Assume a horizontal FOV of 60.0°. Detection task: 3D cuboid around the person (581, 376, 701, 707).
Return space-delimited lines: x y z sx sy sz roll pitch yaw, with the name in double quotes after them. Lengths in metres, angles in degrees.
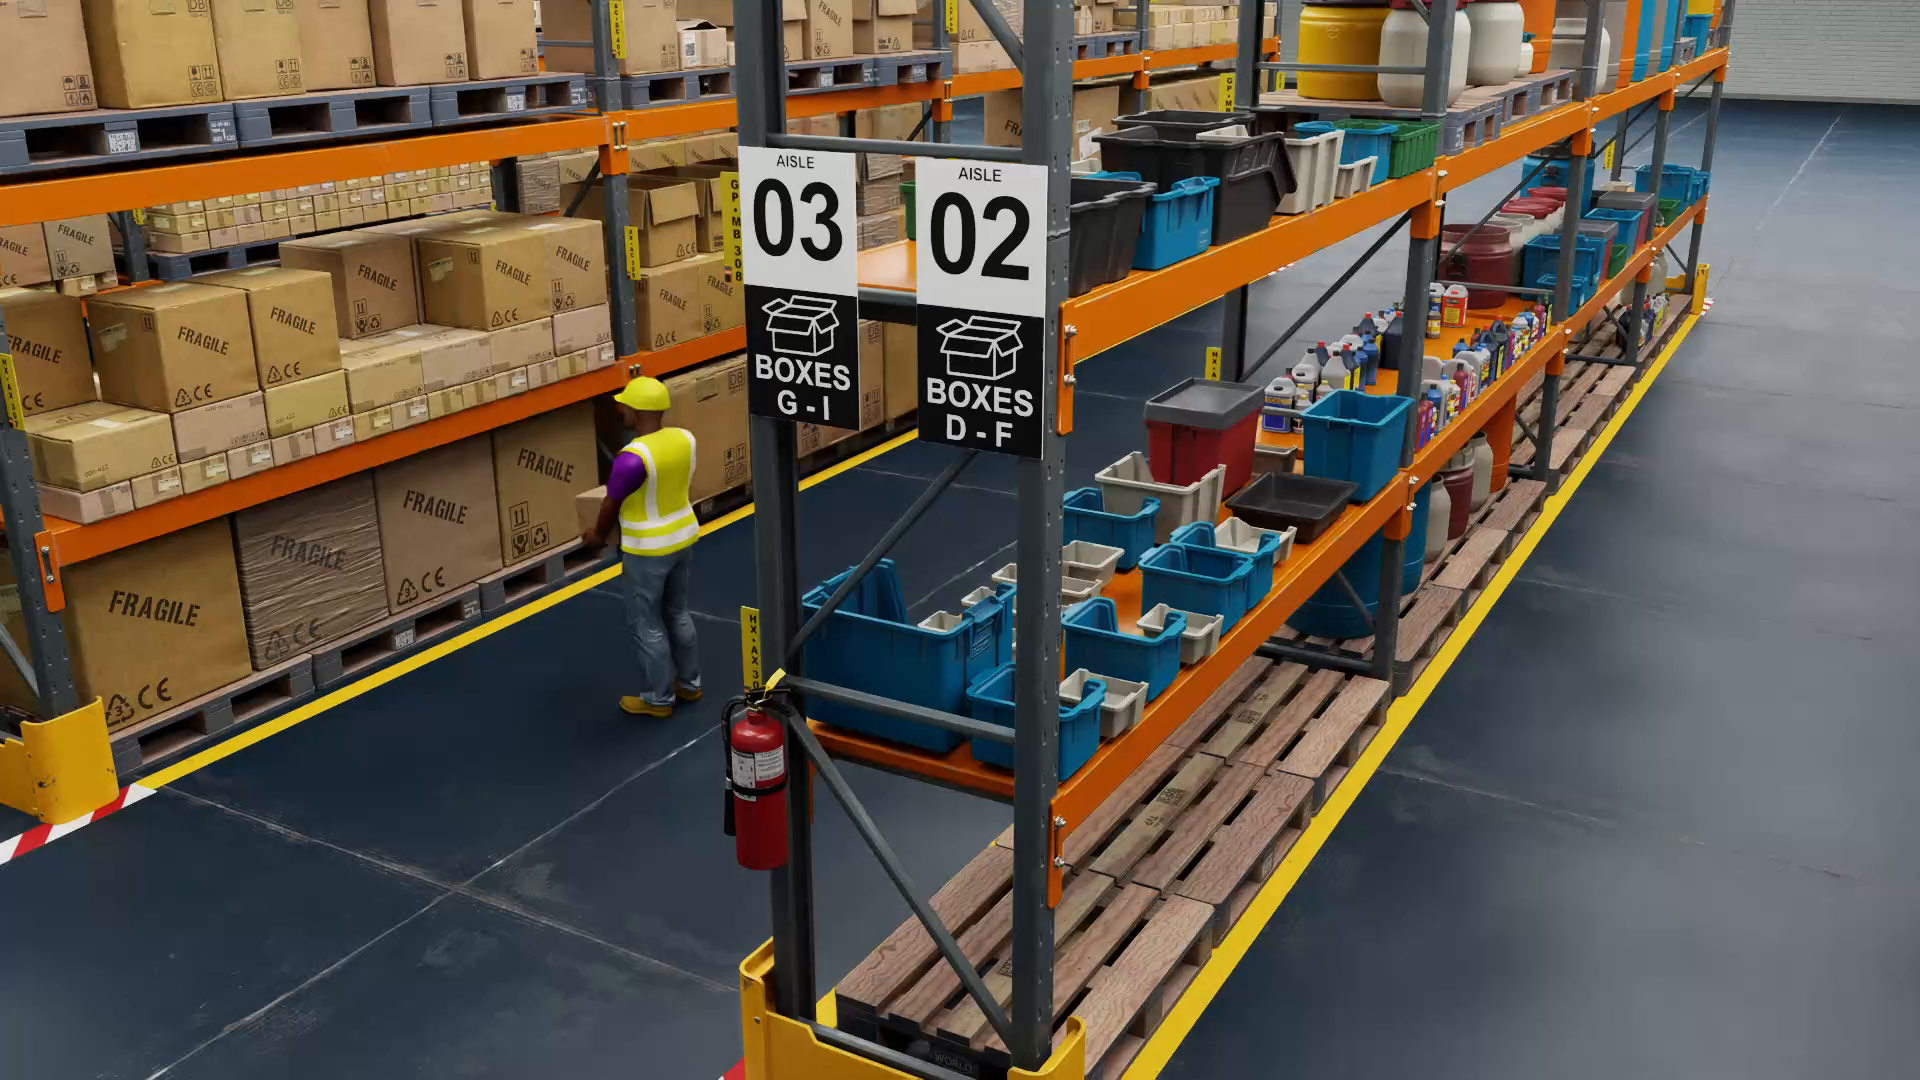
-1.630 -0.010 8.471 0.560 1.702 0.473 10 22 27 "person"
